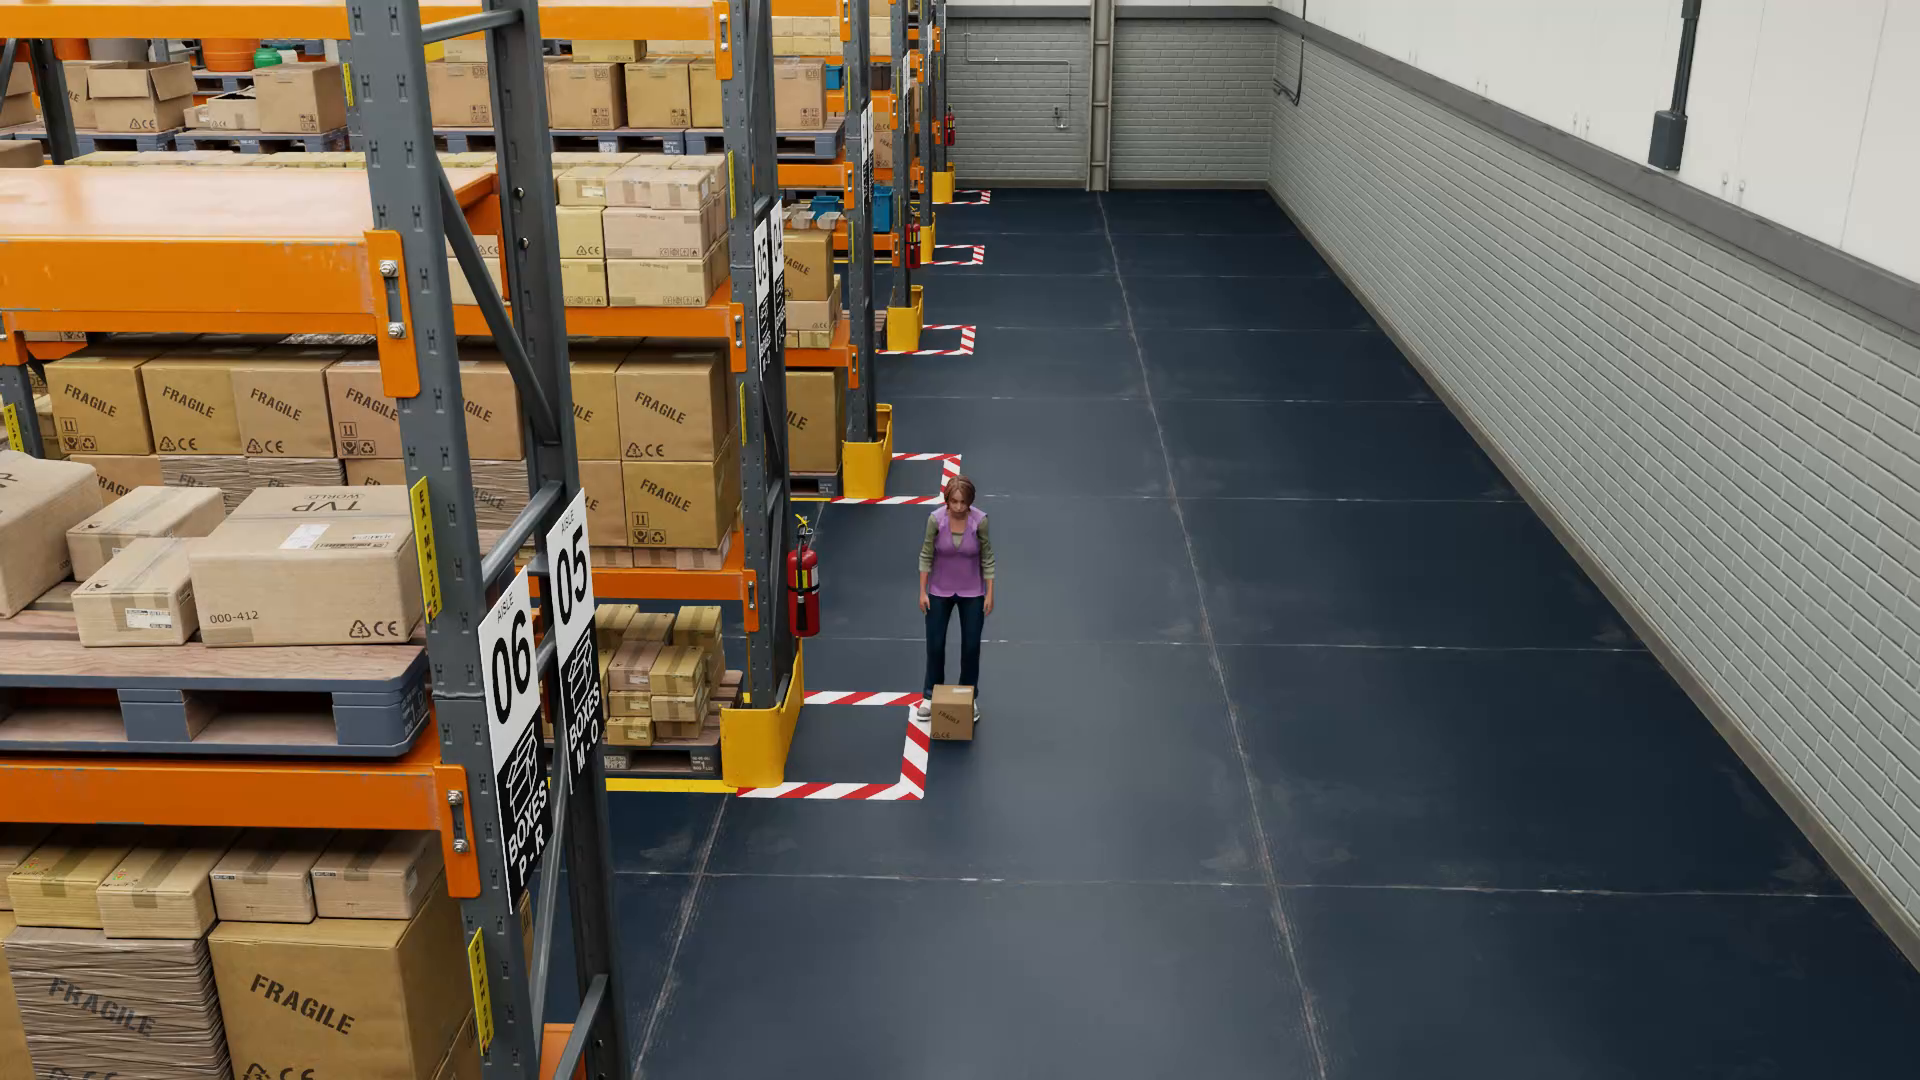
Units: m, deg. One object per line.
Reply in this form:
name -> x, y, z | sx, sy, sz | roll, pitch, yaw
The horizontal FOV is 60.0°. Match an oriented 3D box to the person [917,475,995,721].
person -> -0.027, 0.345, 10.203 | 0.485, 1.593, 0.342 | 1, 21, 2
